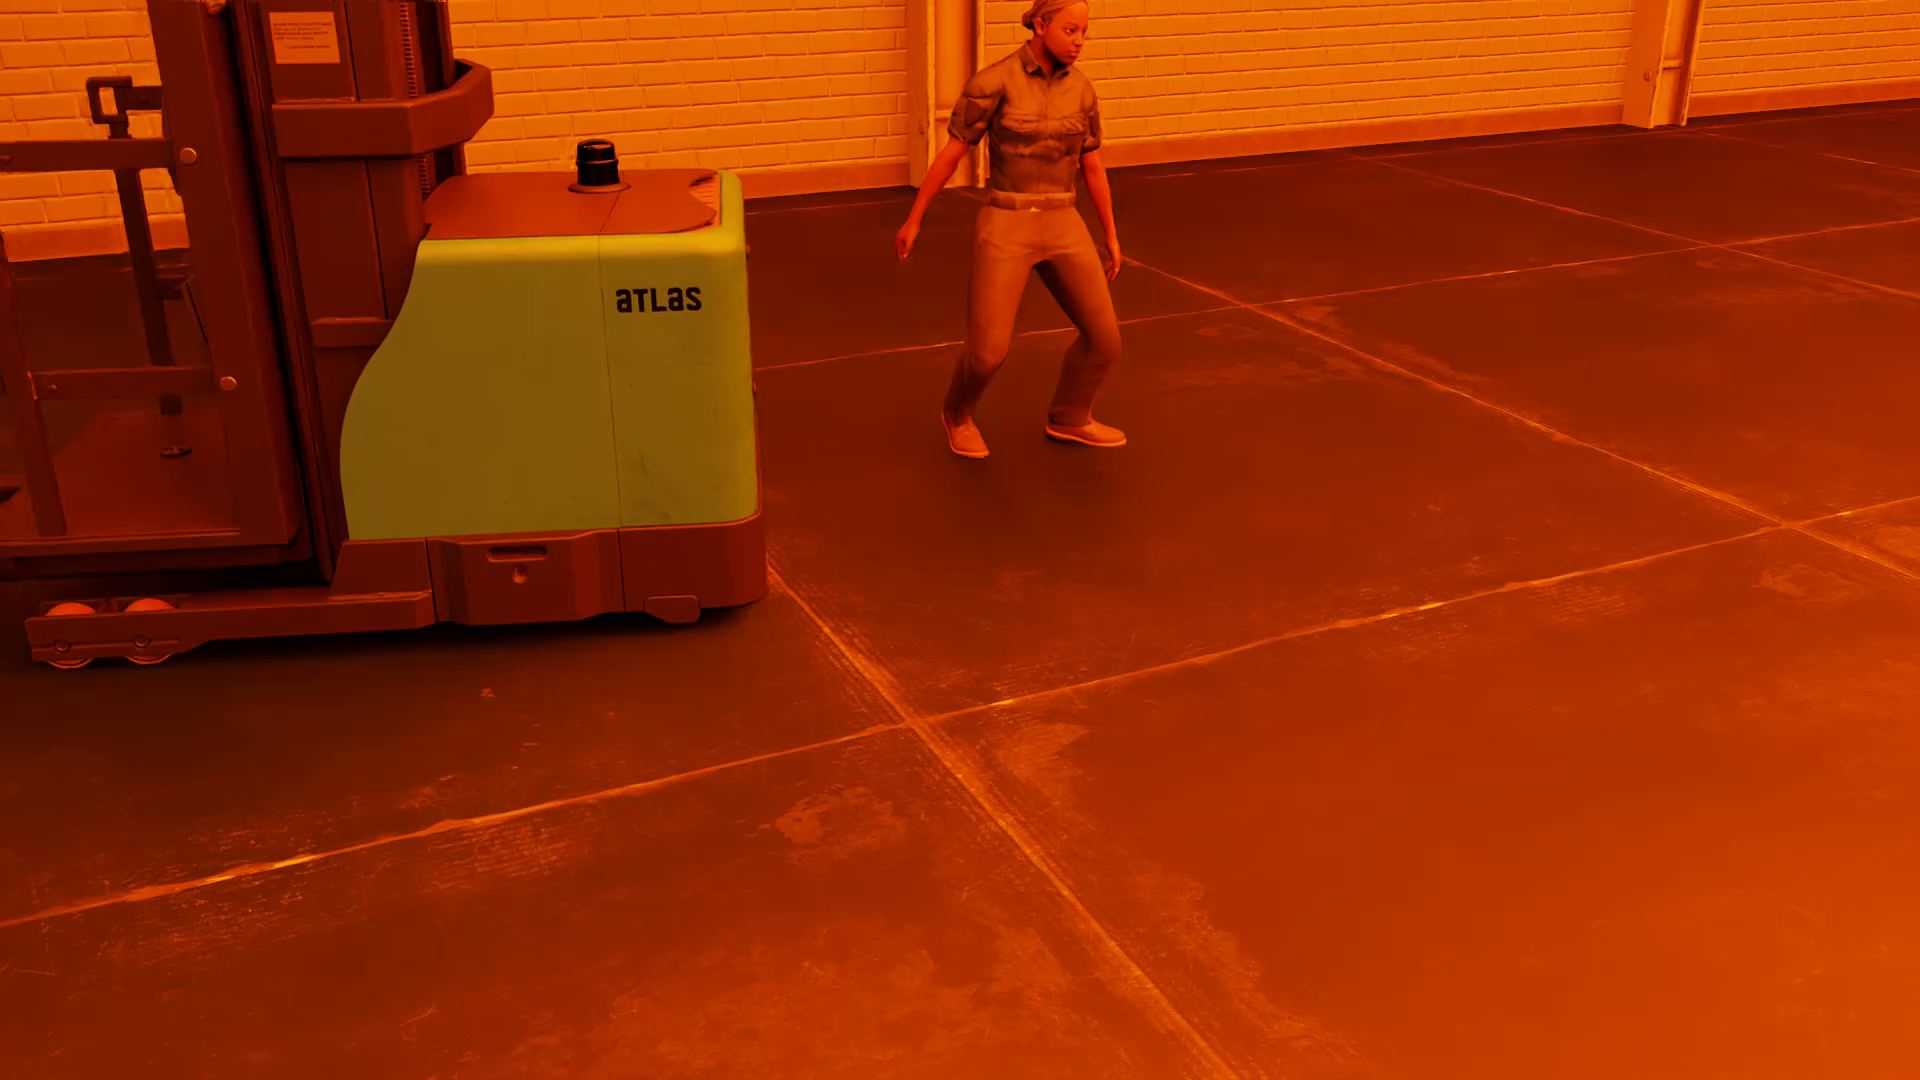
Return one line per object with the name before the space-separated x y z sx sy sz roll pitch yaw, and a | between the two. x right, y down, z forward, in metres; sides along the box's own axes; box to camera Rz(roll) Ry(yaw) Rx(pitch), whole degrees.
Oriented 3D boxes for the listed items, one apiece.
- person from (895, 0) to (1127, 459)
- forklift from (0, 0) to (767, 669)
person | 0.186 -1.042 5.574 0.817 1.588 0.466 -7 24 -17
forklift | -2.090 -1.236 4.261 3.031 2.935 1.130 -3 23 -7
